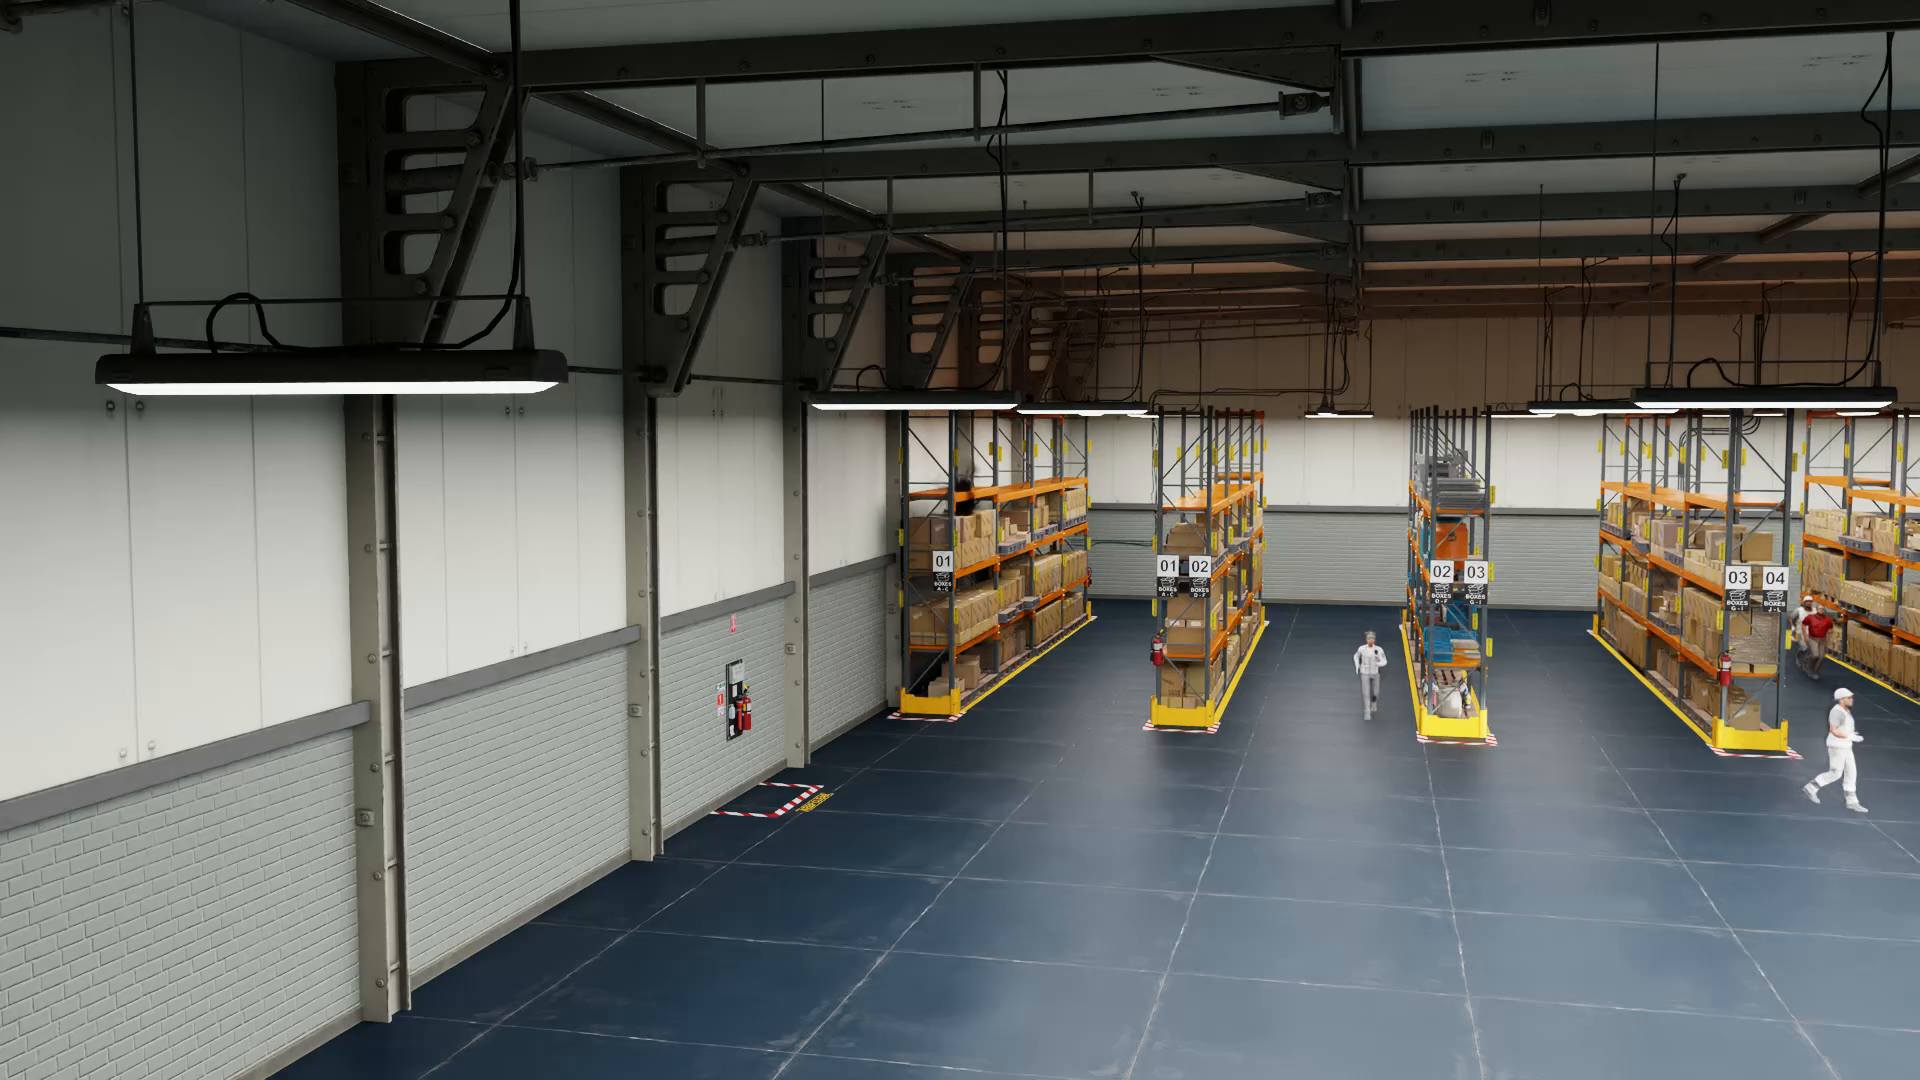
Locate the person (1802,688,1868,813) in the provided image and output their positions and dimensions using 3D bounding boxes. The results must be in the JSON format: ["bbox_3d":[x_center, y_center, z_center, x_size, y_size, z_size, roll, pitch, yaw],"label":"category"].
[{"bbox_3d":[12.927,3.069,24.492,0.872,1.800,0.685,4,5,41],"label":"person"}]

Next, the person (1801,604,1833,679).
[{"bbox_3d":[18.943,2.249,36.711,0.582,1.676,0.754,1,4,8],"label":"person"}]

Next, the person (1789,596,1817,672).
[{"bbox_3d":[19.264,2.141,37.805,0.686,1.737,0.581,1,4,13],"label":"person"}]

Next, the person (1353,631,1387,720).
[{"bbox_3d":[7.889,2.582,32.004,0.624,1.665,0.884,1,4,13],"label":"person"}]
